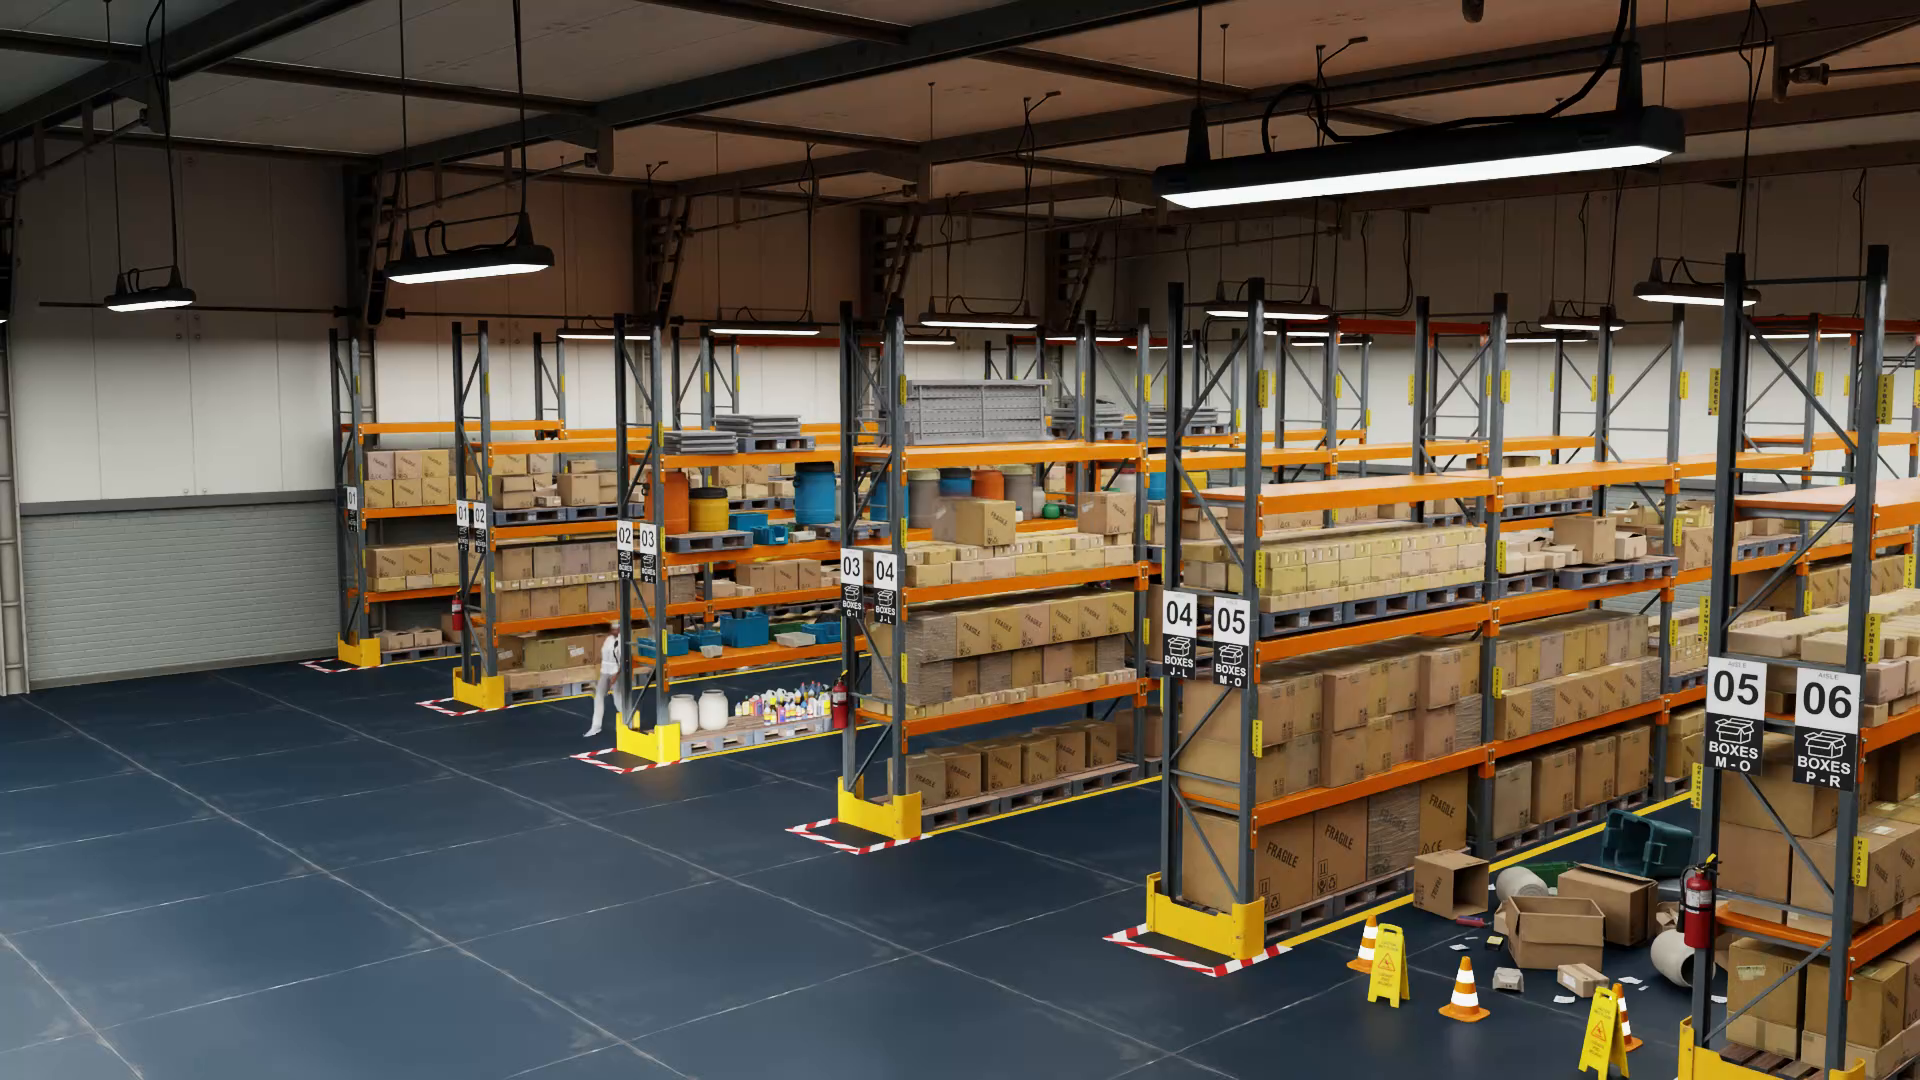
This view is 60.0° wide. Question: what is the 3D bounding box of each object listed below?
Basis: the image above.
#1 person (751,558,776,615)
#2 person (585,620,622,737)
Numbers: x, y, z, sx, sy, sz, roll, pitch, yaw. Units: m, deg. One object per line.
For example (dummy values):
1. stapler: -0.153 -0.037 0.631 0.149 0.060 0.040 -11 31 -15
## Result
1. person: -3.908 1.155 31.779 1.073 1.704 0.547 -5 7 -38
2. person: -5.078 1.987 24.032 0.477 1.670 0.731 3 6 26
